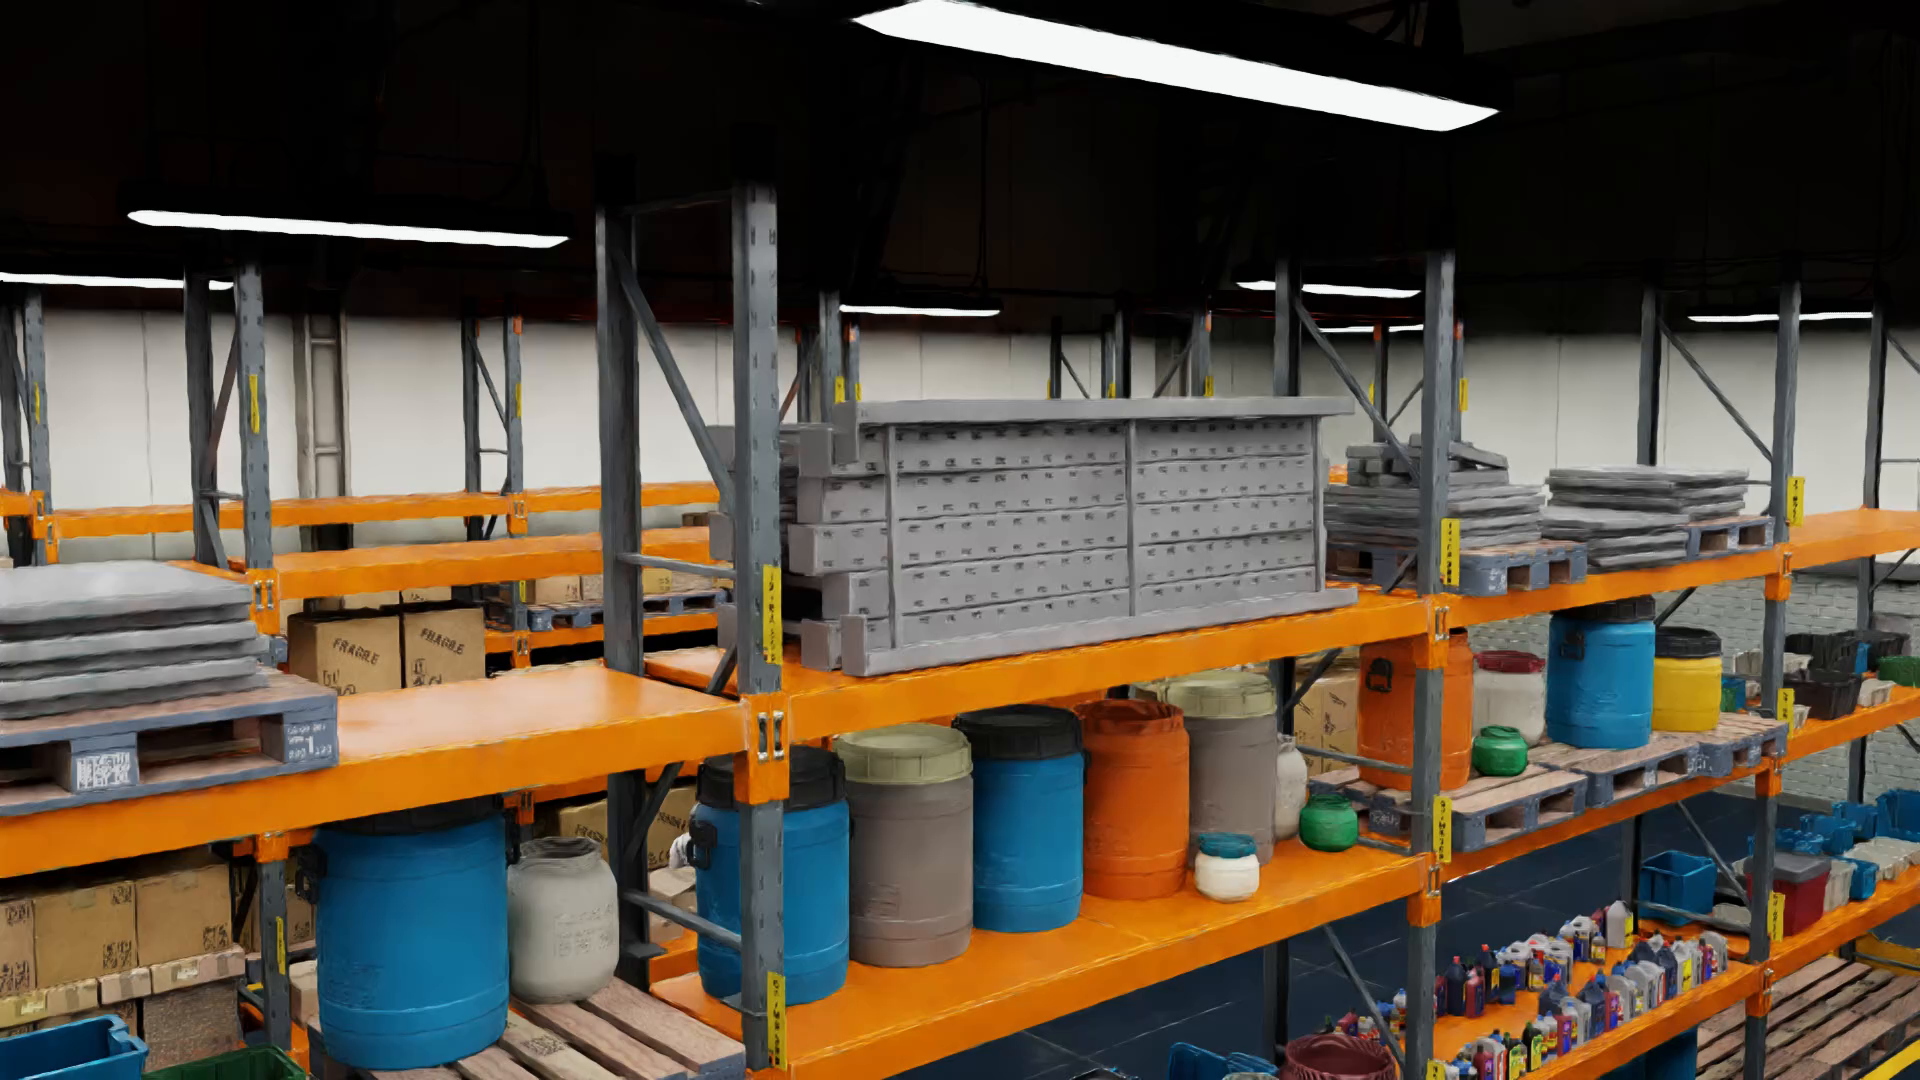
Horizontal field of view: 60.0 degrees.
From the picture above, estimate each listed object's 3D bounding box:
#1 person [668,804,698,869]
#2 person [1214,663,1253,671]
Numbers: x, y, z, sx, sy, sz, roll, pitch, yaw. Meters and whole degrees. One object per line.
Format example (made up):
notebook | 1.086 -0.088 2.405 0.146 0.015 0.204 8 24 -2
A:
person | -2.187 3.017 13.911 0.523 1.667 0.476 -1 5 -10
person | 3.688 2.170 22.550 0.737 1.717 0.881 3 6 32
